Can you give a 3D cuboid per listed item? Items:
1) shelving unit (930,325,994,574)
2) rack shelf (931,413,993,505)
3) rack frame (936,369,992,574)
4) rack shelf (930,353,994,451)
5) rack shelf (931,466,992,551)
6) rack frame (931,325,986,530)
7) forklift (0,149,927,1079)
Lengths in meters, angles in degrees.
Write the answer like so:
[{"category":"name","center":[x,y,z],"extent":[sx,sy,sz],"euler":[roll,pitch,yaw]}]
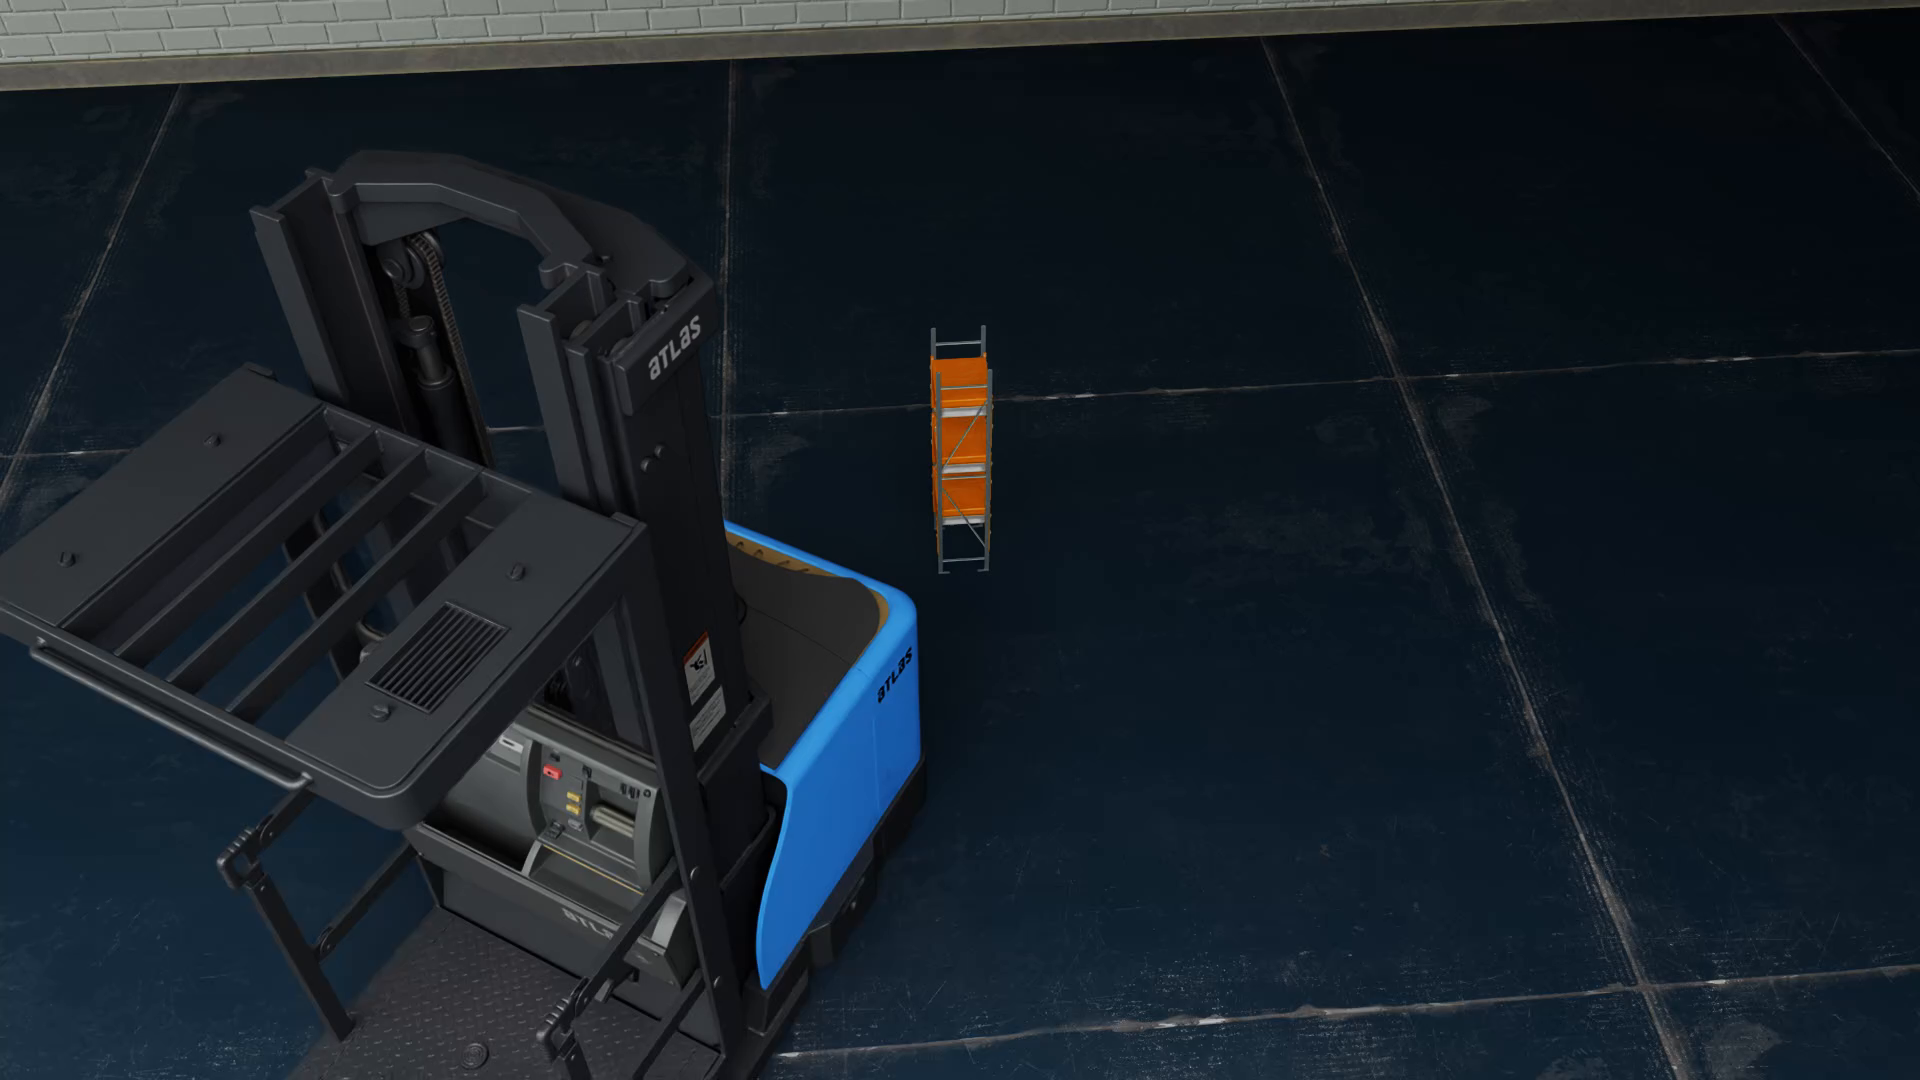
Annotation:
[{"category":"shelving unit","center":[0.004,-0.322,6.332],"extent":[0.215,1.050,0.252],"euler":[-3,47,-3]},{"category":"rack shelf","center":[0.004,-0.315,6.340],"extent":[0.215,0.259,0.240],"euler":[-3,47,-3]},{"category":"rack frame","center":[0.015,-0.234,6.249],"extent":[0.200,1.050,0.008],"euler":[-3,47,-3]},{"category":"rack shelf","center":[0.004,-0.510,6.134],"extent":[0.215,0.259,0.240],"euler":[-3,47,-3]},{"category":"rack shelf","center":[0.004,-0.124,6.542],"extent":[0.215,0.259,0.240],"euler":[-3,47,-3]},{"category":"rack frame","center":[-0.006,-0.411,6.416],"extent":[0.200,1.050,0.008],"euler":[-3,47,-3]},{"category":"forklift","center":[-1.252,0.686,4.082],"extent":[1.130,2.935,3.031],"euler":[21,50,19]}]
